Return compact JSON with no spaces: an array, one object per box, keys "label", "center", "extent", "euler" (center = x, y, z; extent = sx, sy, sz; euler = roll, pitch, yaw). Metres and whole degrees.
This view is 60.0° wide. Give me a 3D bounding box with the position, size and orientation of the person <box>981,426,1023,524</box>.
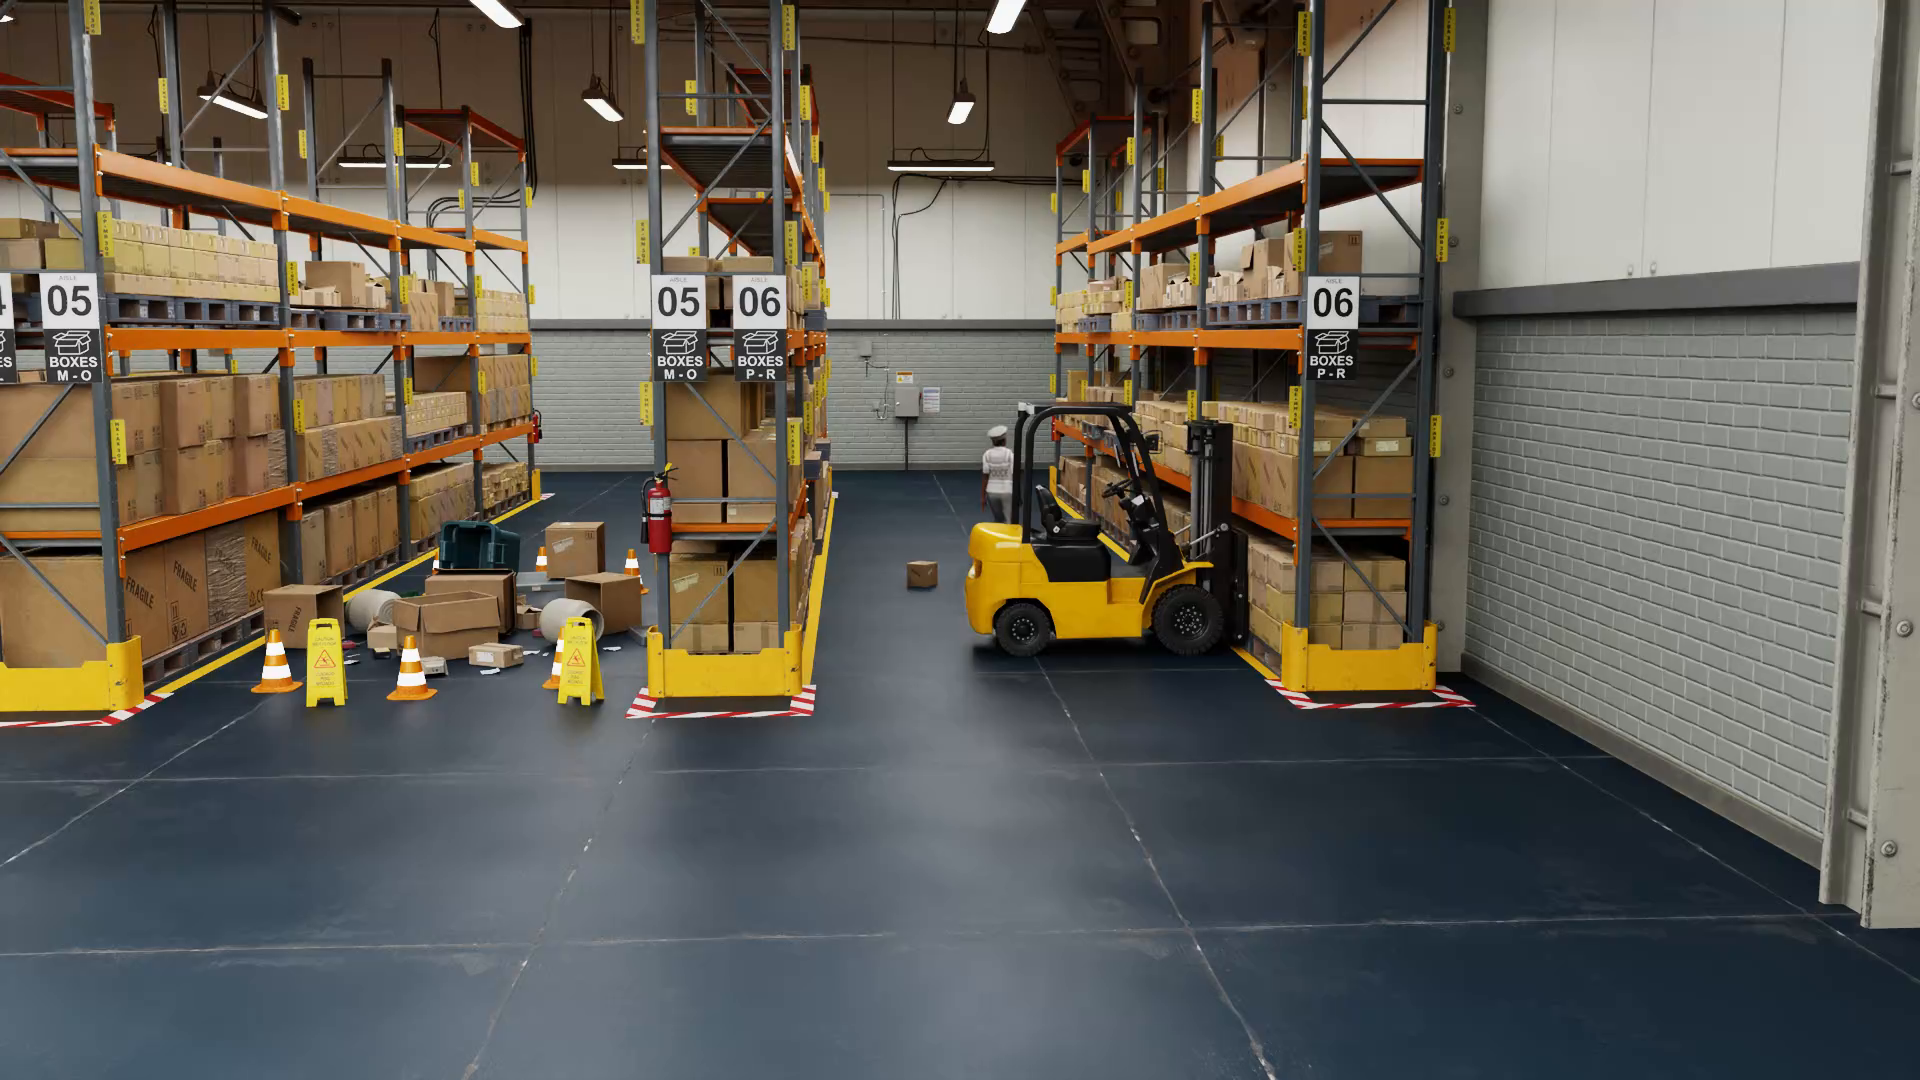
[{"label":"person","center":[0.505,-0.562,20.202],"extent":[0.463,1.645,0.903],"euler":[3,8,22]}]
